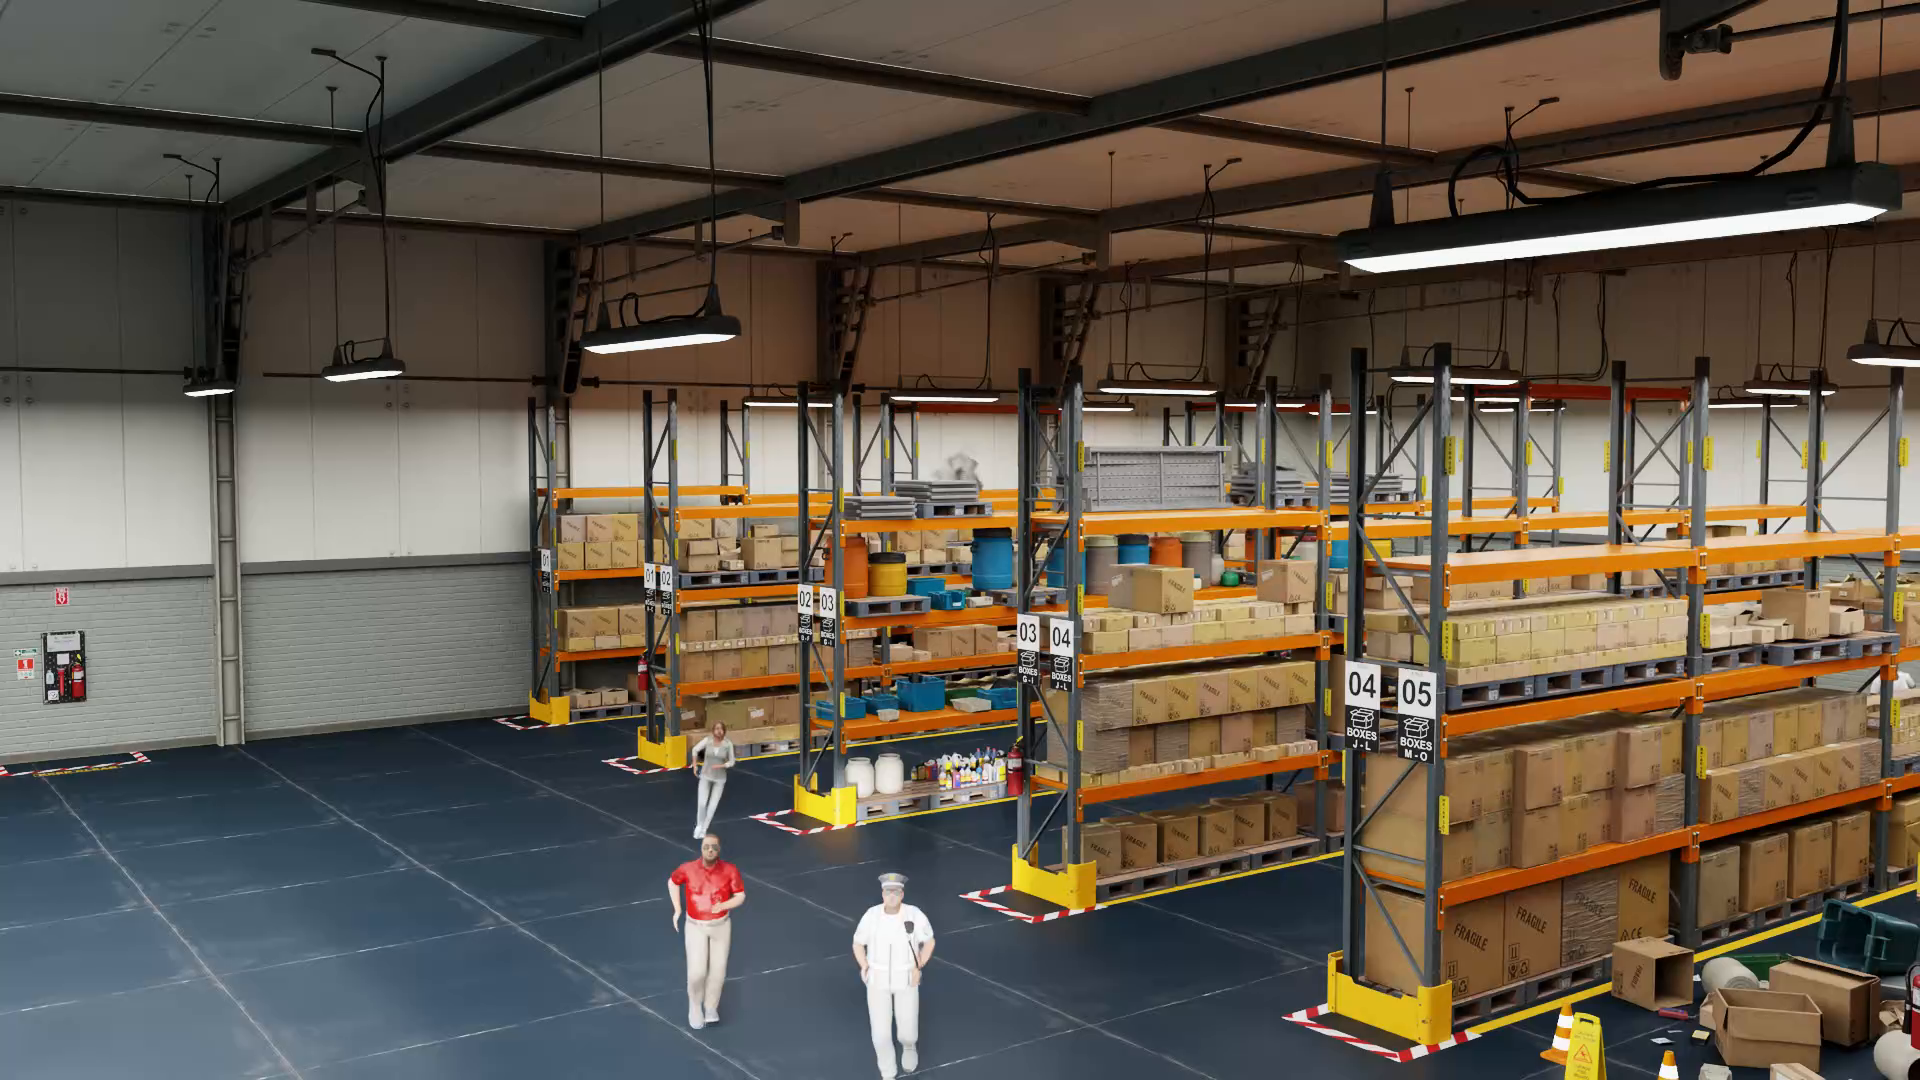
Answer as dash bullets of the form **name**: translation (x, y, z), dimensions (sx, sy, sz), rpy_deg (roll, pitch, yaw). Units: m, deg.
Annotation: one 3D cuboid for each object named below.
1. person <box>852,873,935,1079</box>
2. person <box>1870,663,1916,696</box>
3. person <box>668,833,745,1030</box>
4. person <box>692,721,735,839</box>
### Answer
- **person**: translation (-0.538, 3.507, 13.288), dimensions (0.660, 1.731, 0.626), rpy_deg (0, 3, 3)
- **person**: translation (15.171, 2.733, 27.004), dimensions (0.739, 1.670, 0.598), rpy_deg (1, 3, 13)
- **person**: translation (-2.211, 3.480, 14.613), dimensions (0.652, 1.648, 0.653), rpy_deg (-1, 3, -14)
- **person**: translation (-3.192, 3.110, 21.587), dimensions (0.537, 1.535, 0.544), rpy_deg (-1, 3, -11)
